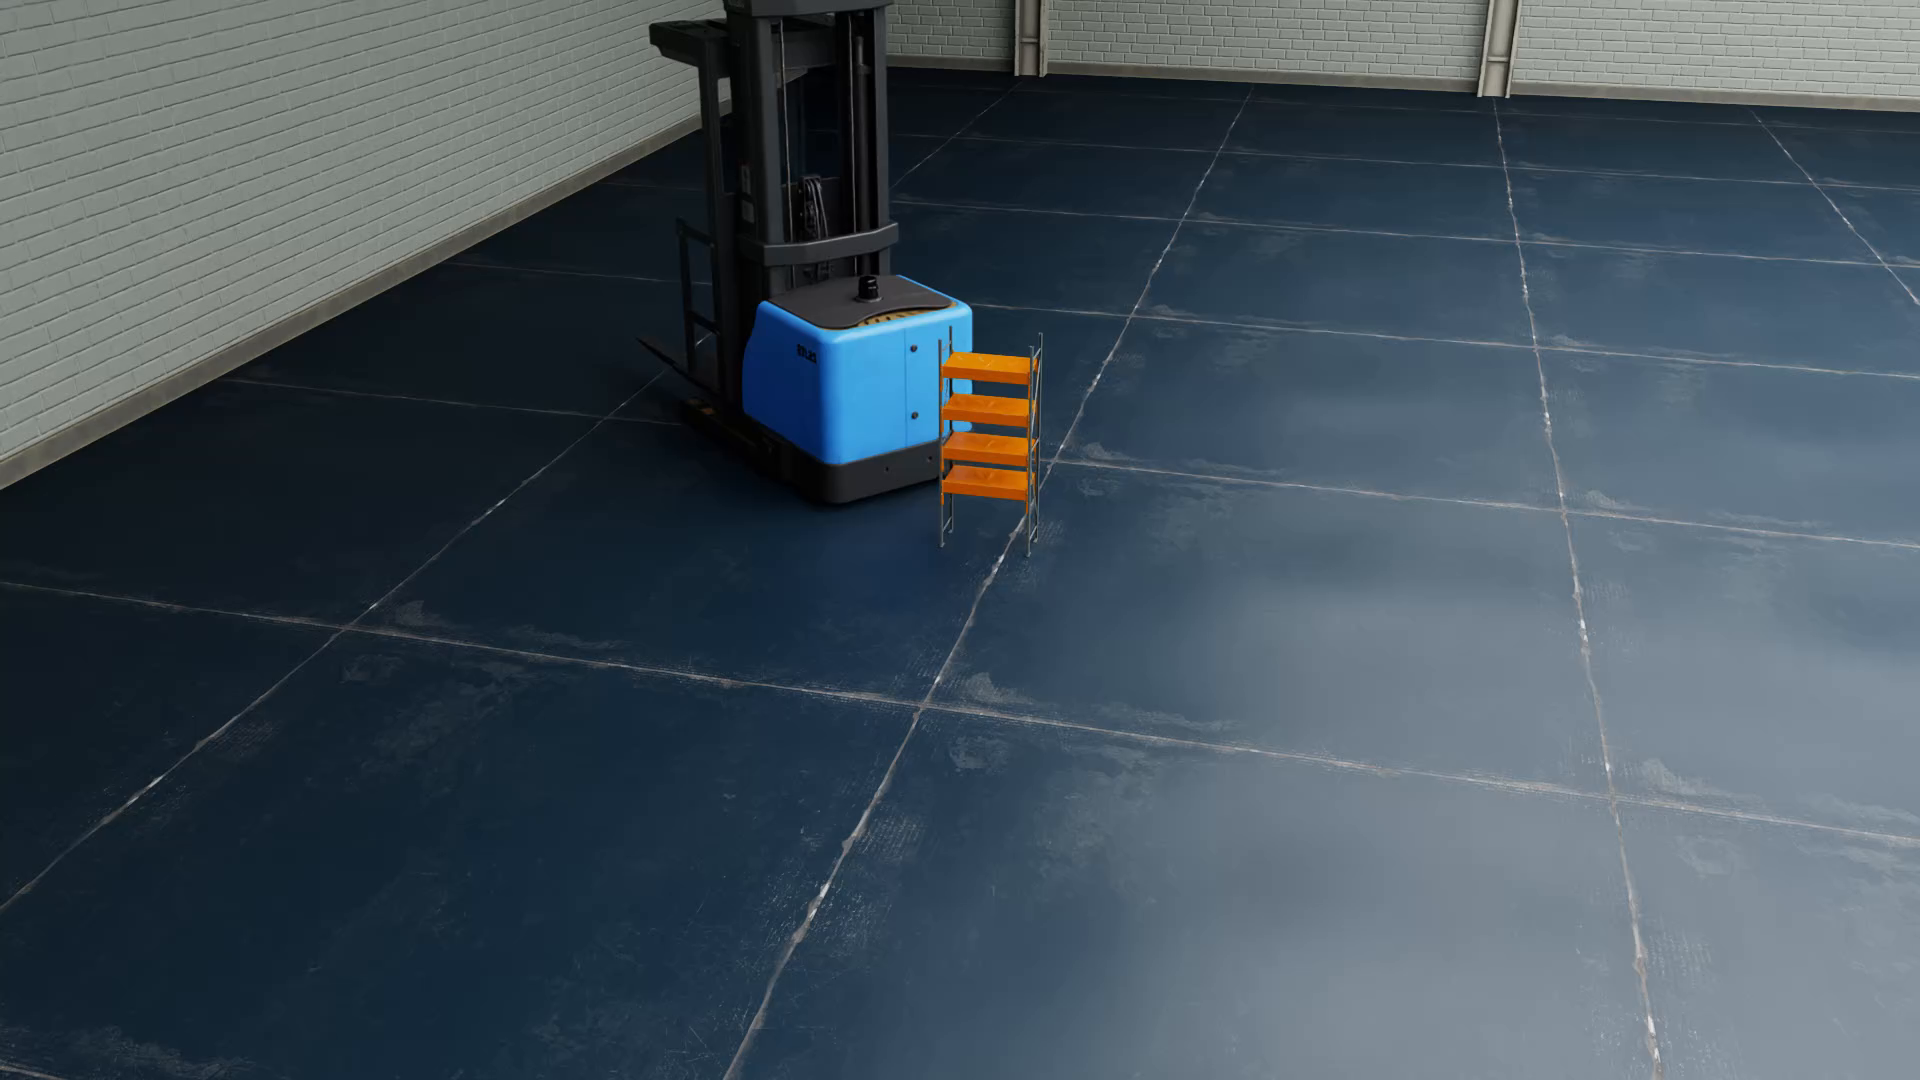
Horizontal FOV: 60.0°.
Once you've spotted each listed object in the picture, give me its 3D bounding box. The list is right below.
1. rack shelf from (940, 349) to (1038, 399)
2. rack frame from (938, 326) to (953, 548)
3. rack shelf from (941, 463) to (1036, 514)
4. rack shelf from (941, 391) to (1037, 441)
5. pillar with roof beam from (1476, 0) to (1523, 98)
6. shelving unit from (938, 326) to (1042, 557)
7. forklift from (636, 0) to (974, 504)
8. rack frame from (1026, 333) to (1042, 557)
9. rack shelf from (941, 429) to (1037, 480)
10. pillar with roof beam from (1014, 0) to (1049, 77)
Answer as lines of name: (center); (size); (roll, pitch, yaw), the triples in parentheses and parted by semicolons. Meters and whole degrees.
rack shelf: (0.160, -0.879, 8.786); (0.480, 0.148, 0.258); (6, 26, 13)
rack frame: (-0.076, -0.550, 9.010); (0.015, 1.200, 0.240); (6, 26, 13)
rack shelf: (0.160, -0.284, 9.069); (0.480, 0.148, 0.258); (6, 26, 13)
rack shelf: (0.160, -0.665, 8.888); (0.480, 0.148, 0.258); (6, 26, 13)
pillar with roof beam: (5.697, -7.923, 15.423); (0.400, 9.000, 9.100); (6, 26, 13)
shelving unit: (0.160, -0.524, 8.955); (0.503, 1.200, 0.258); (6, 26, 13)
forklift: (-1.162, -2.112, 10.277); (1.130, 2.935, 3.031); (-16, 30, -31)
rack frame: (0.397, -0.498, 8.900); (0.015, 1.200, 0.240); (6, 26, 13)
rack shelf: (0.160, -0.463, 8.984); (0.480, 0.148, 0.258); (6, 26, 13)
pillar with roof beam: (-0.114, -8.565, 16.772); (0.400, 9.000, 9.100); (6, 26, 13)
